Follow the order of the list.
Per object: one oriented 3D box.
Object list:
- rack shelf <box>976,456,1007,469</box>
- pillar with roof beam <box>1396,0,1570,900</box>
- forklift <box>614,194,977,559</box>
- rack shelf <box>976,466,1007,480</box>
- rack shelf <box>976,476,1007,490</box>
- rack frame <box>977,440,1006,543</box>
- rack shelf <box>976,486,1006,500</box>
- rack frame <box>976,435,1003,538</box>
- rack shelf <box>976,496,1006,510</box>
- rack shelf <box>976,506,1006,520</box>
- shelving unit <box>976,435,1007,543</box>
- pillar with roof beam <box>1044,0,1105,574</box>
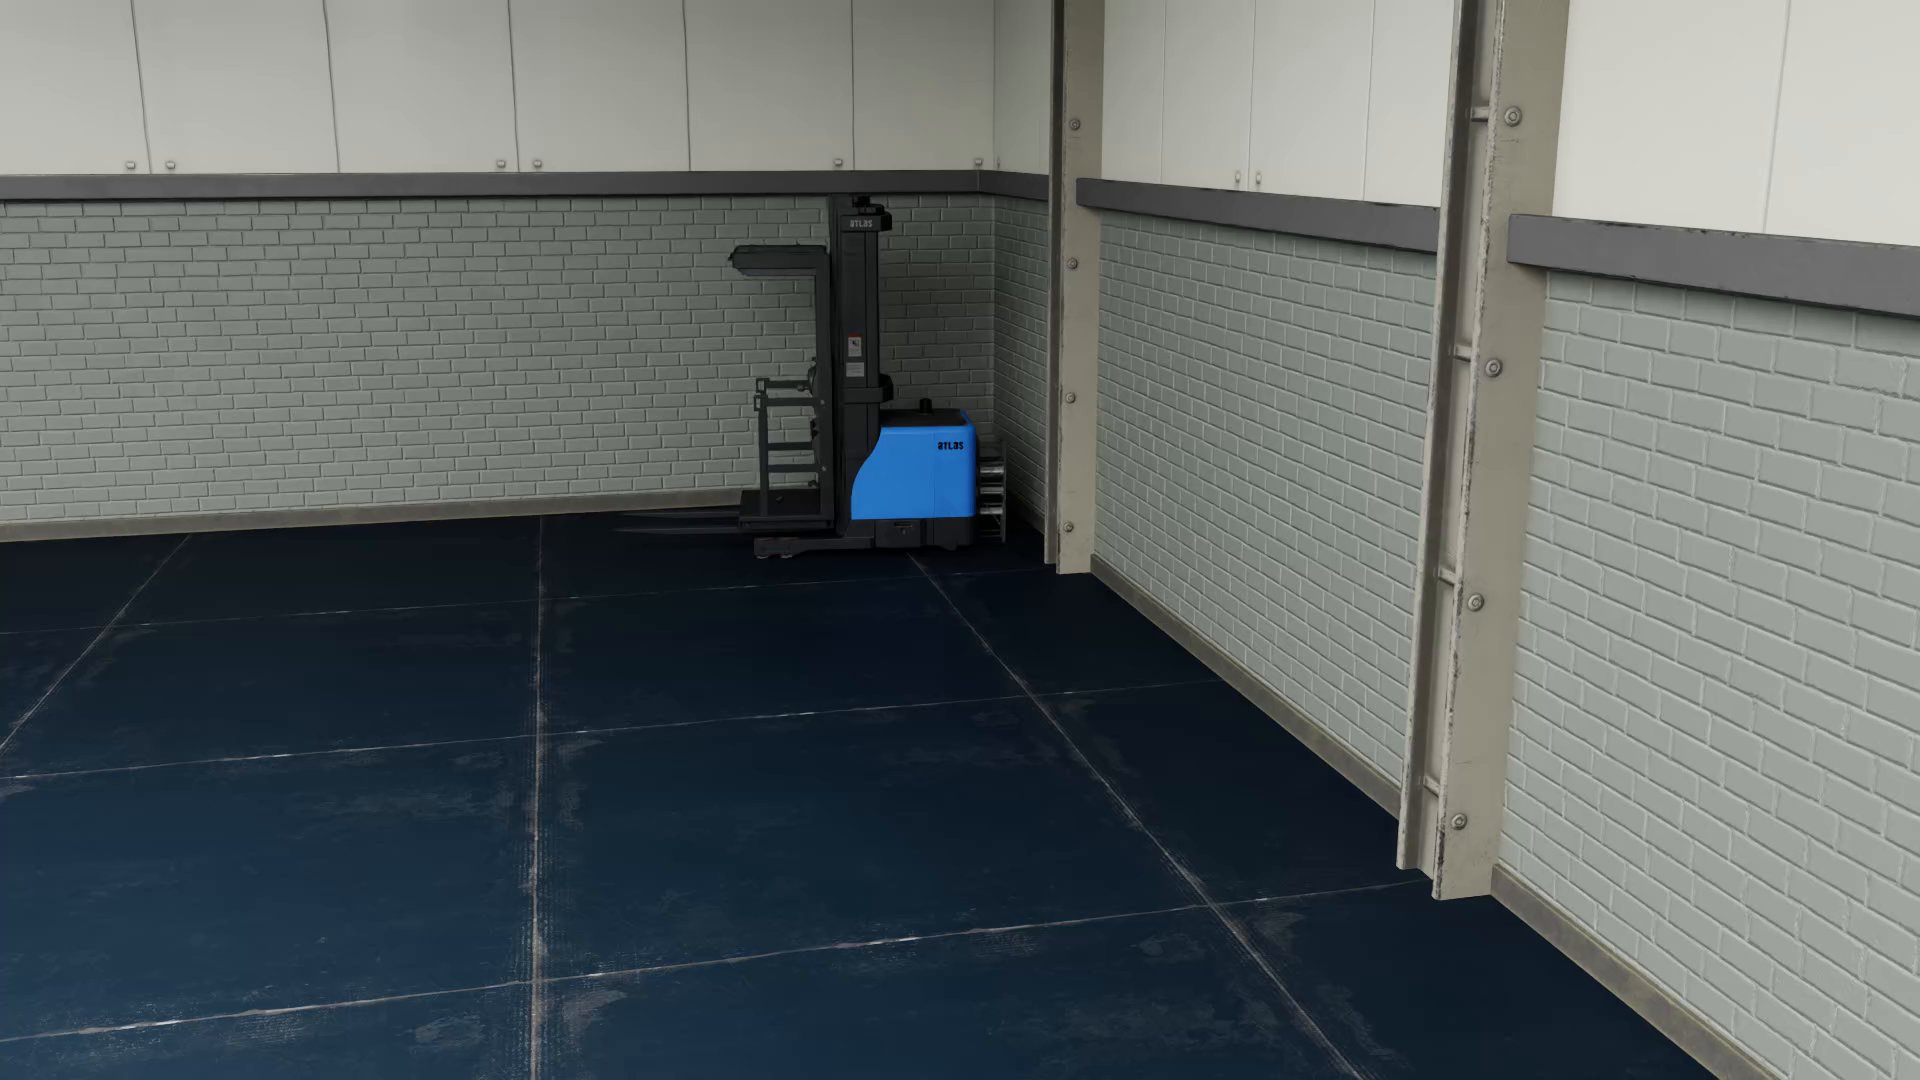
[{"bbox_3d":[0.260,-0.666,14.260,0.258,0.077,0.200,-1,14,-6],"label":"rack shelf"},{"bbox_3d":[-1.888,-2.529,5.816,9.100,9.000,0.400,-3,14,-13],"label":"pillar with roof beam"},{"bbox_3d":[-1.403,-1.401,13.987,3.031,2.935,1.130,-1,14,-6],"label":"forklift"},{"bbox_3d":[0.260,-0.579,14.281,0.258,0.077,0.200,-1,14,-6],"label":"rack shelf"},{"bbox_3d":[0.260,-0.491,14.302,0.258,0.077,0.200,-1,14,-6],"label":"rack shelf"},{"bbox_3d":[0.270,-0.412,14.217,0.240,0.900,0.006,-1,14,-6],"label":"rack frame"},{"bbox_3d":[0.260,-0.404,14.324,0.258,0.077,0.200,-1,14,-6],"label":"rack shelf"},{"bbox_3d":[0.250,-0.460,14.414,0.240,0.900,0.006,-1,14,-6],"label":"rack frame"},{"bbox_3d":[0.260,-0.317,14.345,0.258,0.077,0.200,-1,14,-6],"label":"rack shelf"},{"bbox_3d":[0.259,-0.229,14.366,0.258,0.077,0.200,-1,14,-6],"label":"rack shelf"},{"bbox_3d":[0.260,-0.436,14.316,0.258,0.900,0.210,-1,14,-6],"label":"shelving unit"},{"bbox_3d":[-3.297,-3.913,11.482,9.100,9.000,0.400,-3,14,-13],"label":"pillar with roof beam"}]
